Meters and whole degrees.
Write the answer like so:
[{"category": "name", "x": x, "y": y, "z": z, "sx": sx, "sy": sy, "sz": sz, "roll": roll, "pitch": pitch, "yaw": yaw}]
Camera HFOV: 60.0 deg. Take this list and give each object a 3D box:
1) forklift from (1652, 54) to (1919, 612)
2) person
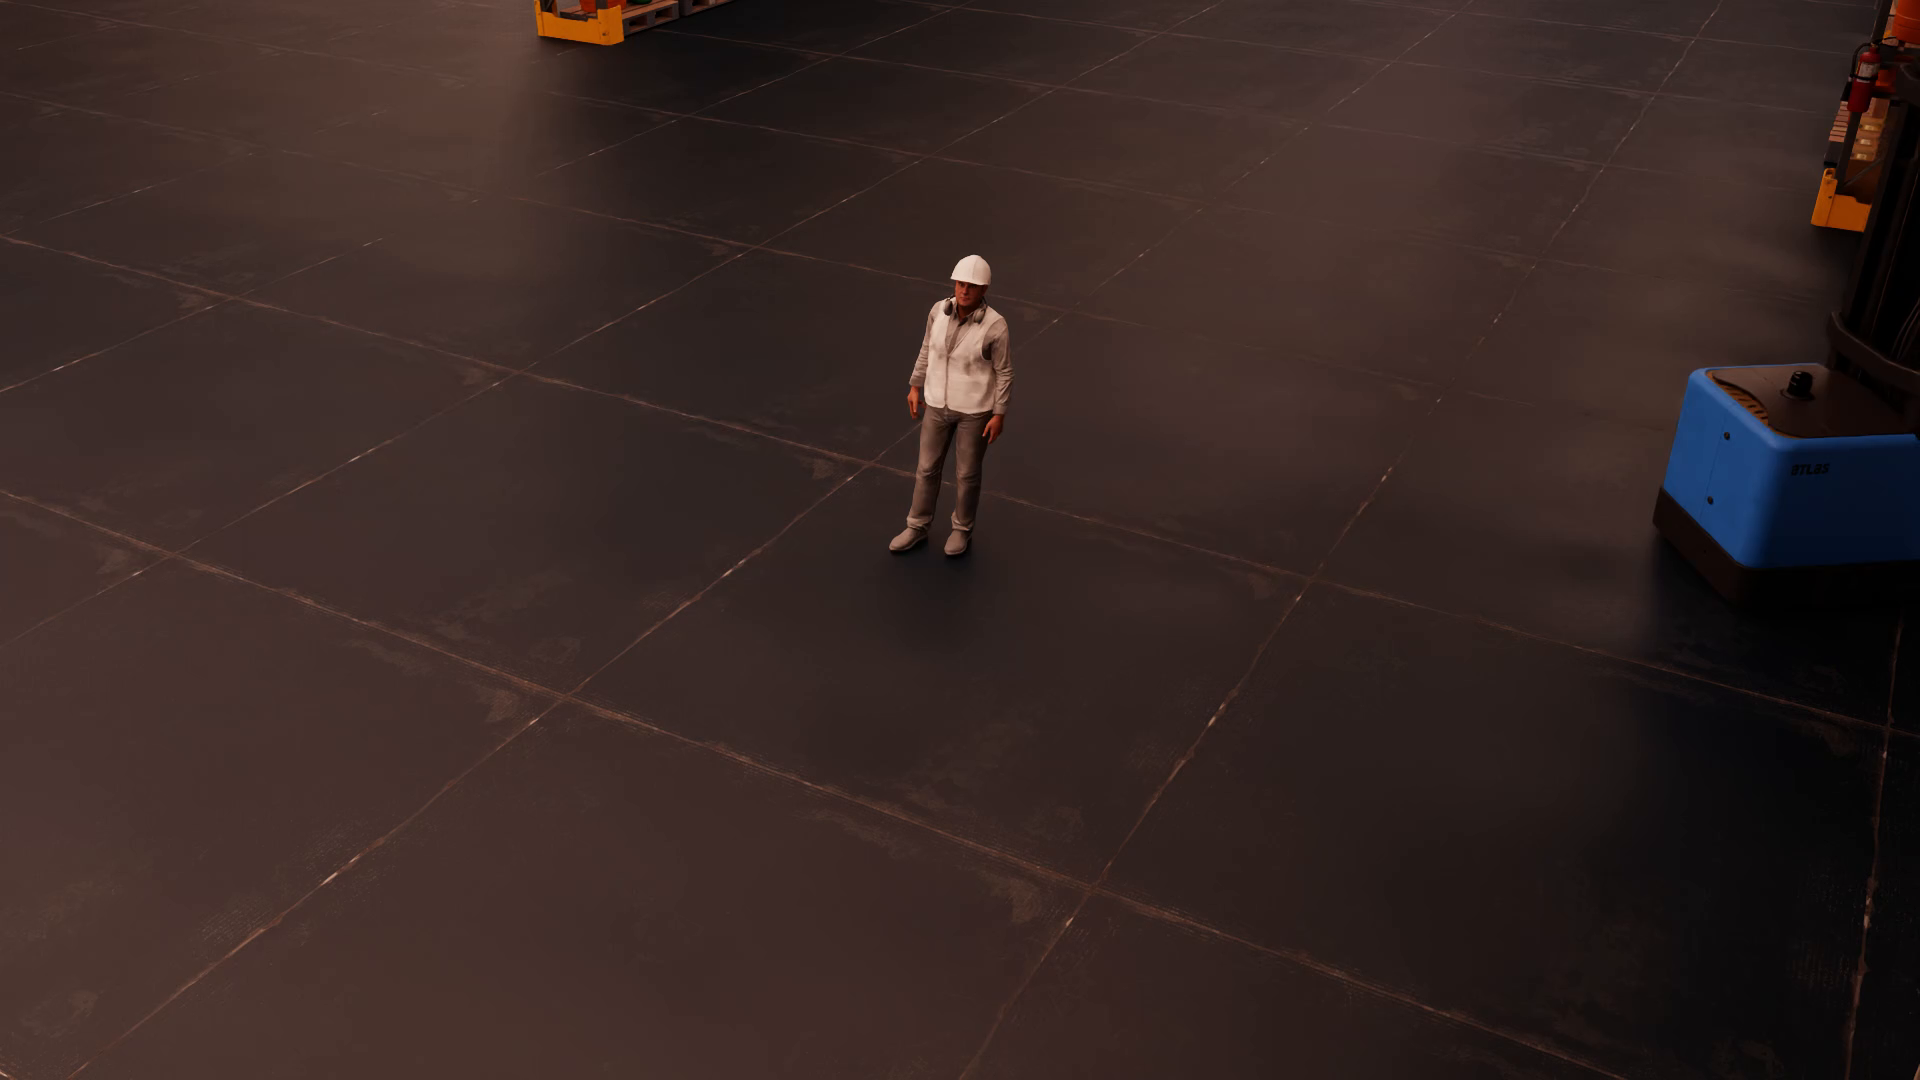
[{"category": "forklift", "x": 5.732, "y": -1.170, "z": 9.098, "sx": 3.031, "sy": 2.935, "sz": 1.130, "roll": -3, "pitch": 30, "yaw": -5}, {"category": "person", "x": -0.041, "y": -0.751, "z": 9.514, "sx": 0.624, "sy": 1.773, "sz": 0.568, "roll": 15, "pitch": 33, "yaw": 25}]
